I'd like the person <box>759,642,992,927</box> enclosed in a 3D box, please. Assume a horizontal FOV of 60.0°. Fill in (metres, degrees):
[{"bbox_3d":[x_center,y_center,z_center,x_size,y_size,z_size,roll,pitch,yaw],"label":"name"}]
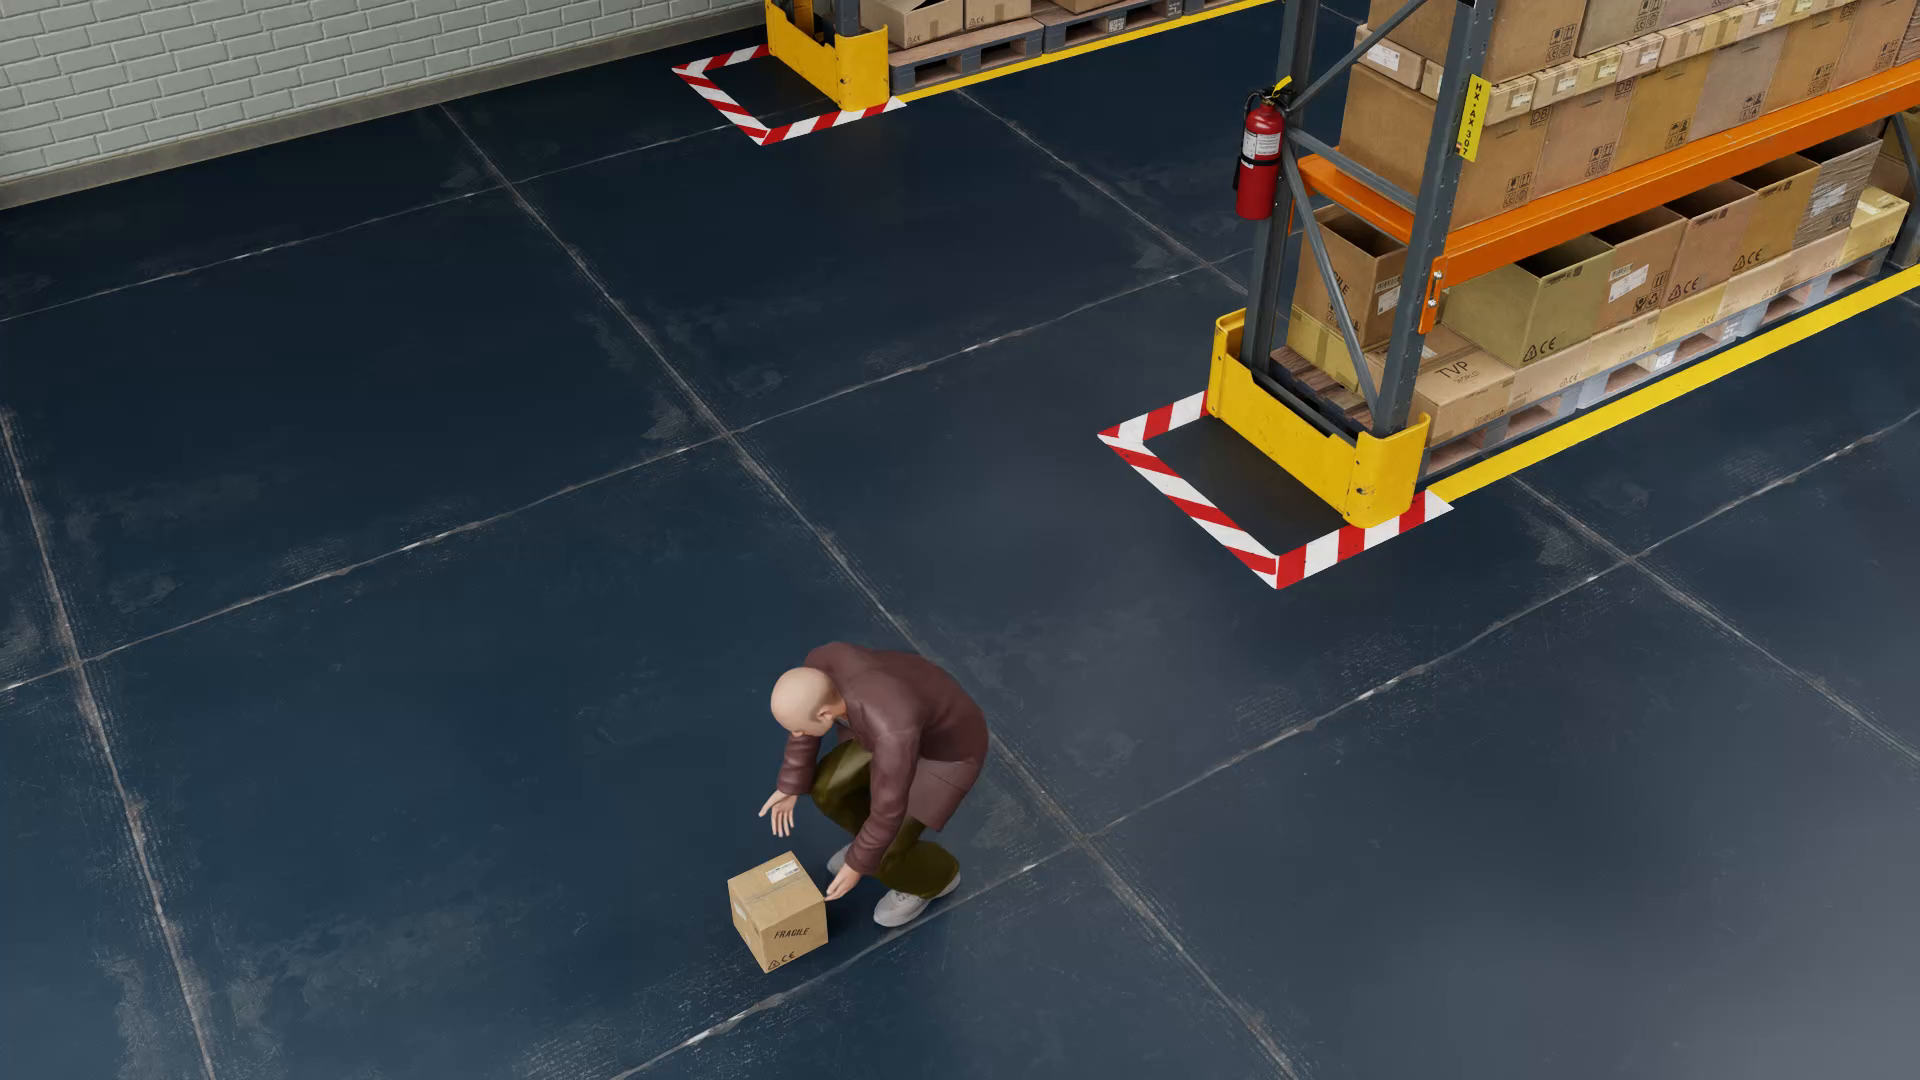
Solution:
[{"bbox_3d":[-0.253,0.784,5.637,0.793,1.270,0.630,-22,45,-24],"label":"person"}]
